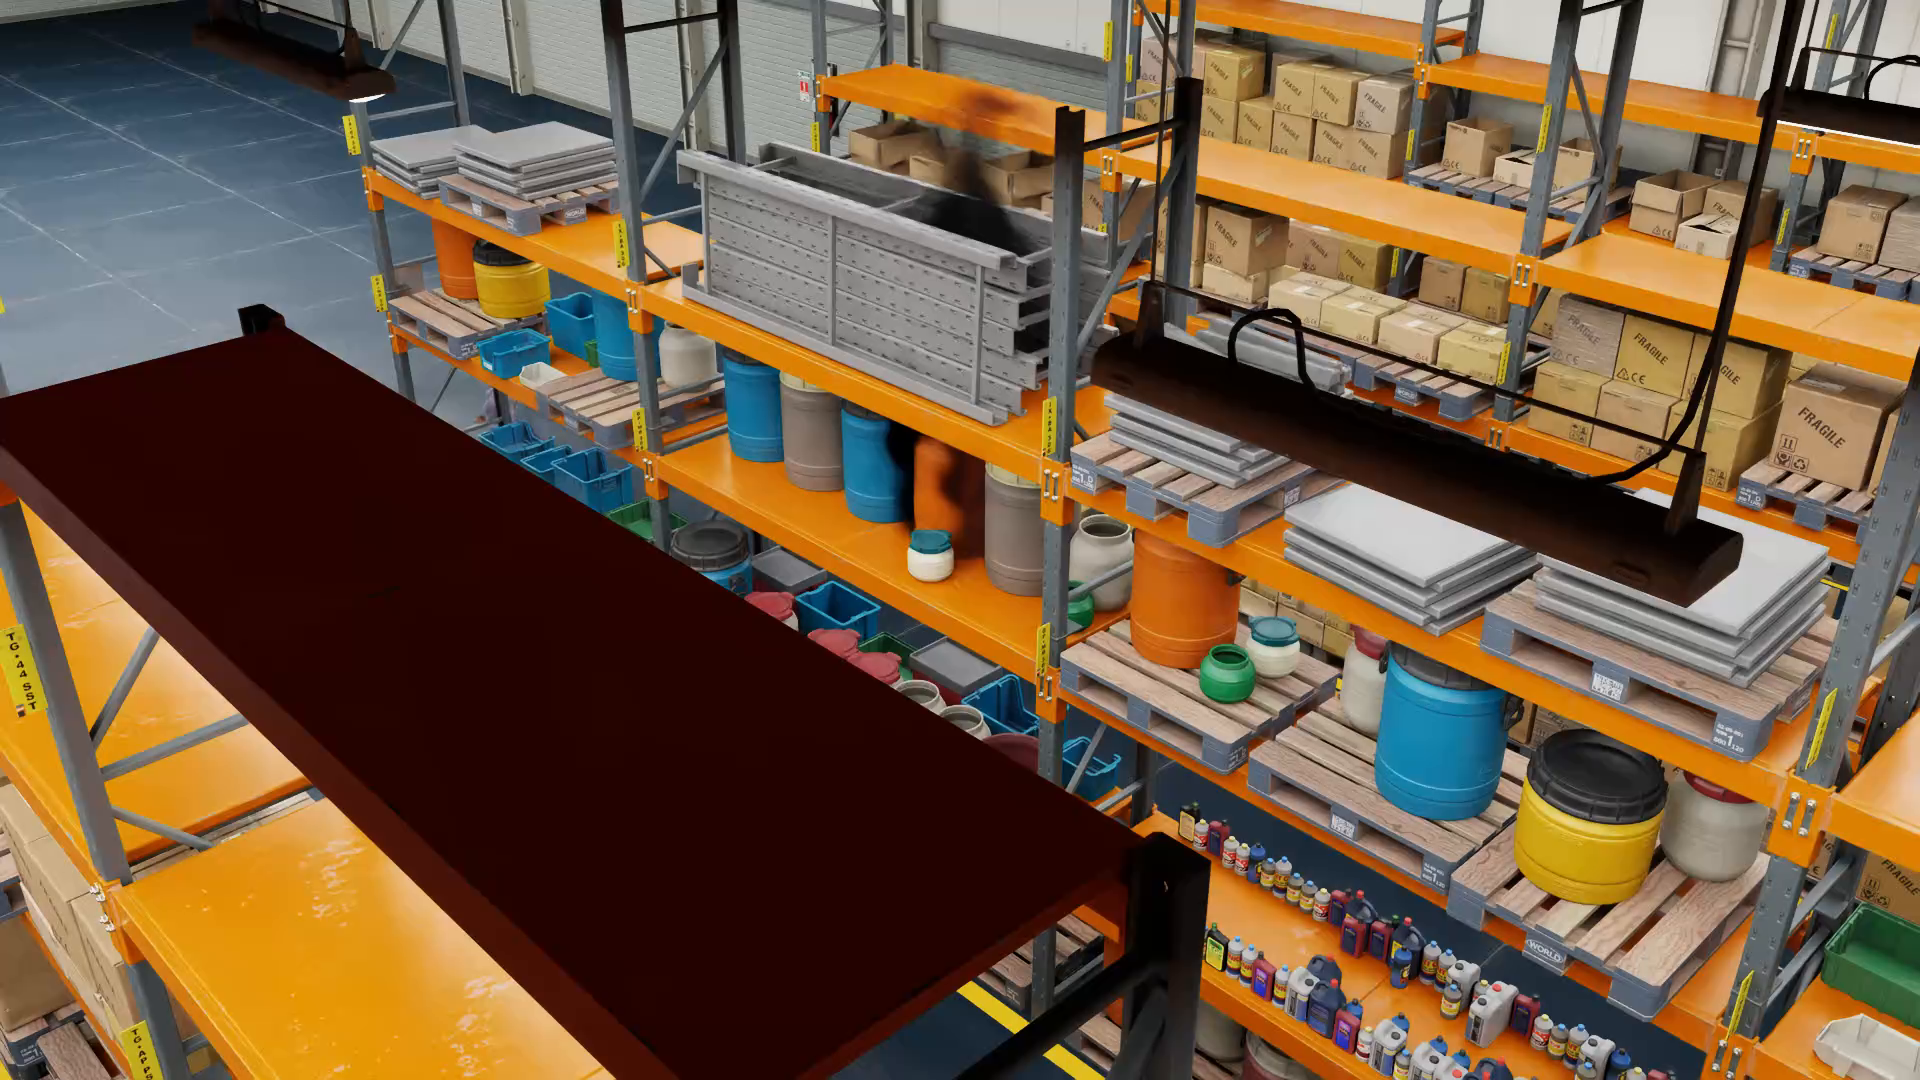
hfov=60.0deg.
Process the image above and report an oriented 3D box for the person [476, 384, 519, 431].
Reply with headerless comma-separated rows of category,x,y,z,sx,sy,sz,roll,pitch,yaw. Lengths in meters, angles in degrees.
person,-4.716,-1.024,17.095,0.588,1.597,0.636,5,29,10
